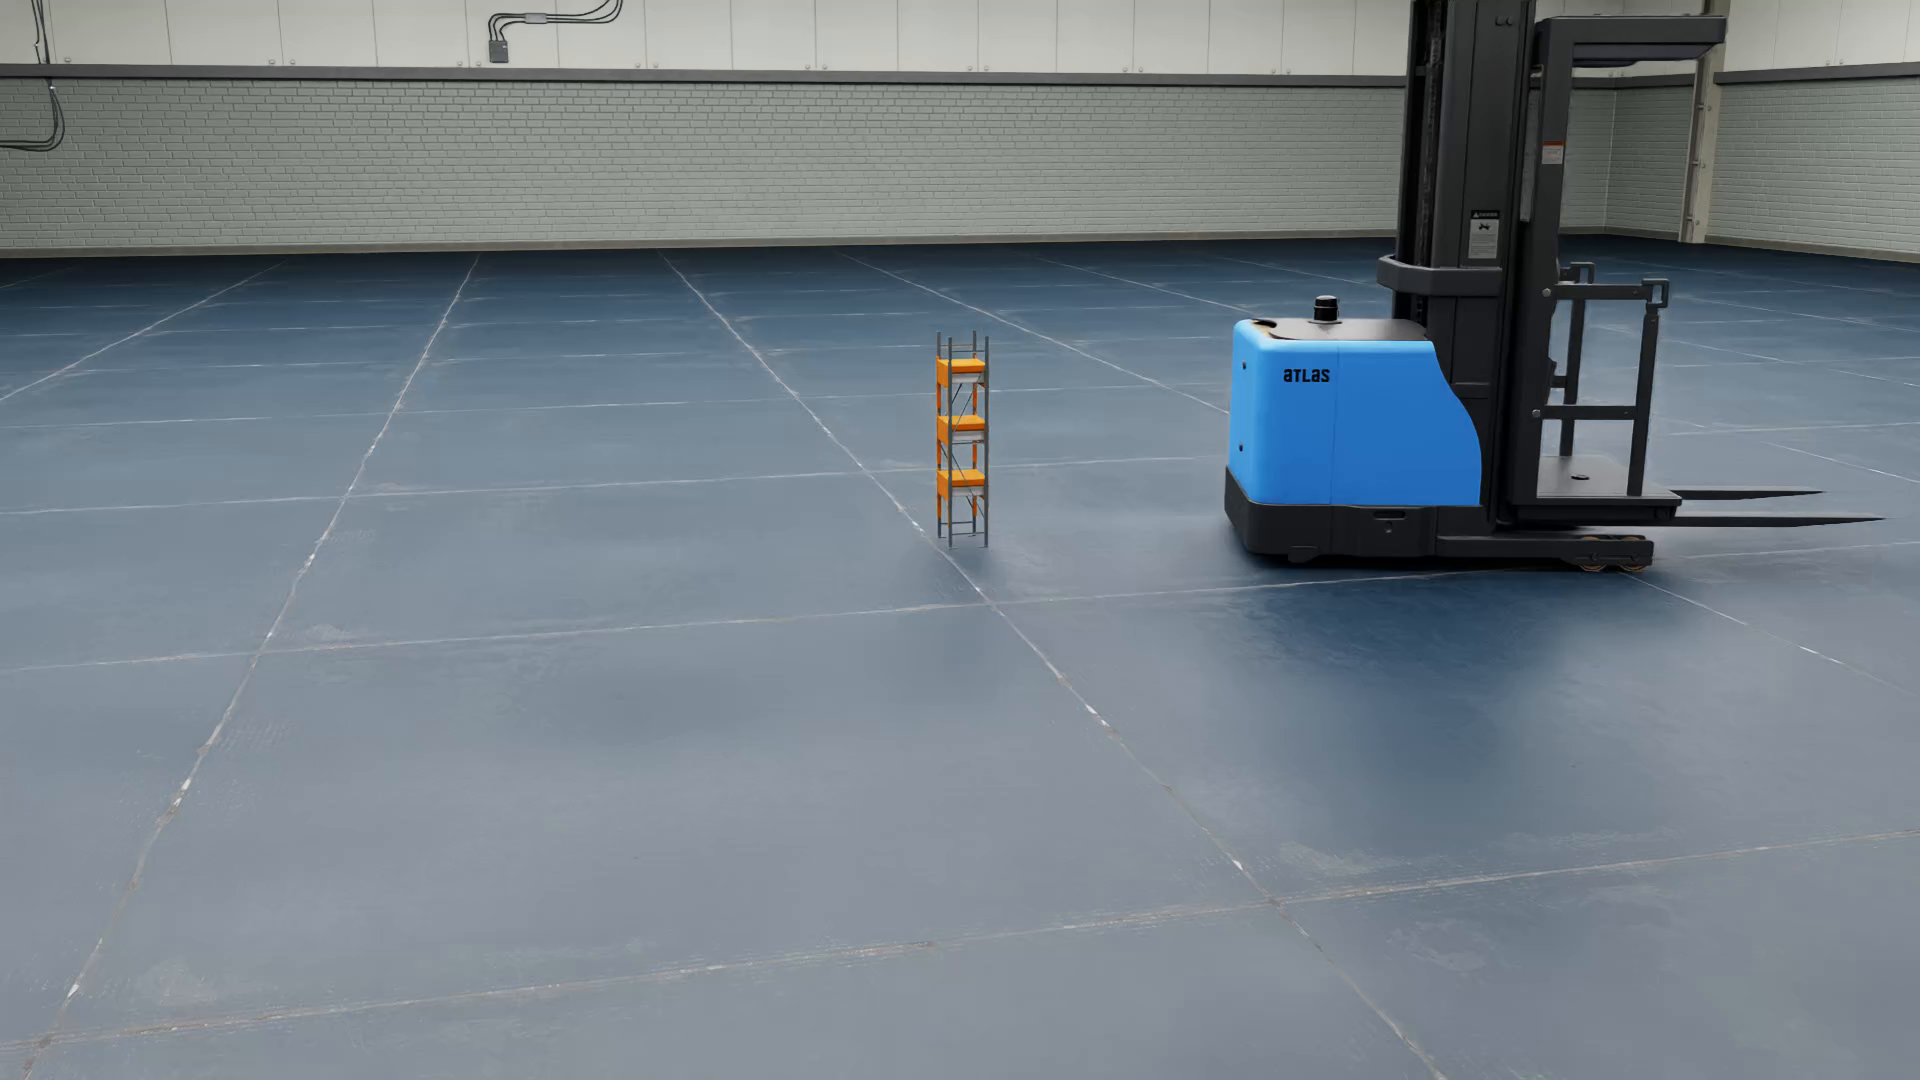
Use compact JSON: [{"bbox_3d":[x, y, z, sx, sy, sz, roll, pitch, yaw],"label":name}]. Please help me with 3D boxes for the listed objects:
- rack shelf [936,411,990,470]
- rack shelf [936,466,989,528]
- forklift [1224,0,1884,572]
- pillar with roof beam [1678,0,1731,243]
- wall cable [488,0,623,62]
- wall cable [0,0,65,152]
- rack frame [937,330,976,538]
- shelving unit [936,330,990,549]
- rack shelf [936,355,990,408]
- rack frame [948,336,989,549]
[{"bbox_3d":[0.013,-0.487,8.254,0.215,0.259,0.240,-3,14,-13],"label":"rack shelf"},{"bbox_3d":[0.013,-0.217,8.320,0.215,0.259,0.240,-3,14,-13],"label":"rack shelf"},{"bbox_3d":[2.896,-1.400,7.984,3.031,2.935,1.130,0,14,2],"label":"forklift"},{"bbox_3d":[9.671,-9.765,29.436,9.100,9.000,0.400,-3,14,-13],"label":"pillar with roof beam"},{"bbox_3d":[-6.939,-11.180,28.062,2.305,6.003,0.169,-3,14,-13],"label":"wall cable"},{"bbox_3d":[-16.170,-7.494,26.683,3.097,2.526,0.112,-3,14,-13],"label":"wall cable"},{"bbox_3d":[-0.016,-0.526,8.367,0.200,1.050,0.008,-3,14,-13],"label":"rack frame"},{"bbox_3d":[0.013,-0.498,8.252,0.215,1.050,0.252,-3,14,-13],"label":"shelving unit"},{"bbox_3d":[0.013,-0.763,8.187,0.215,0.259,0.240,-3,14,-13],"label":"rack shelf"},{"bbox_3d":[0.041,-0.470,8.137,0.200,1.050,0.008,-3,14,-13],"label":"rack frame"}]
